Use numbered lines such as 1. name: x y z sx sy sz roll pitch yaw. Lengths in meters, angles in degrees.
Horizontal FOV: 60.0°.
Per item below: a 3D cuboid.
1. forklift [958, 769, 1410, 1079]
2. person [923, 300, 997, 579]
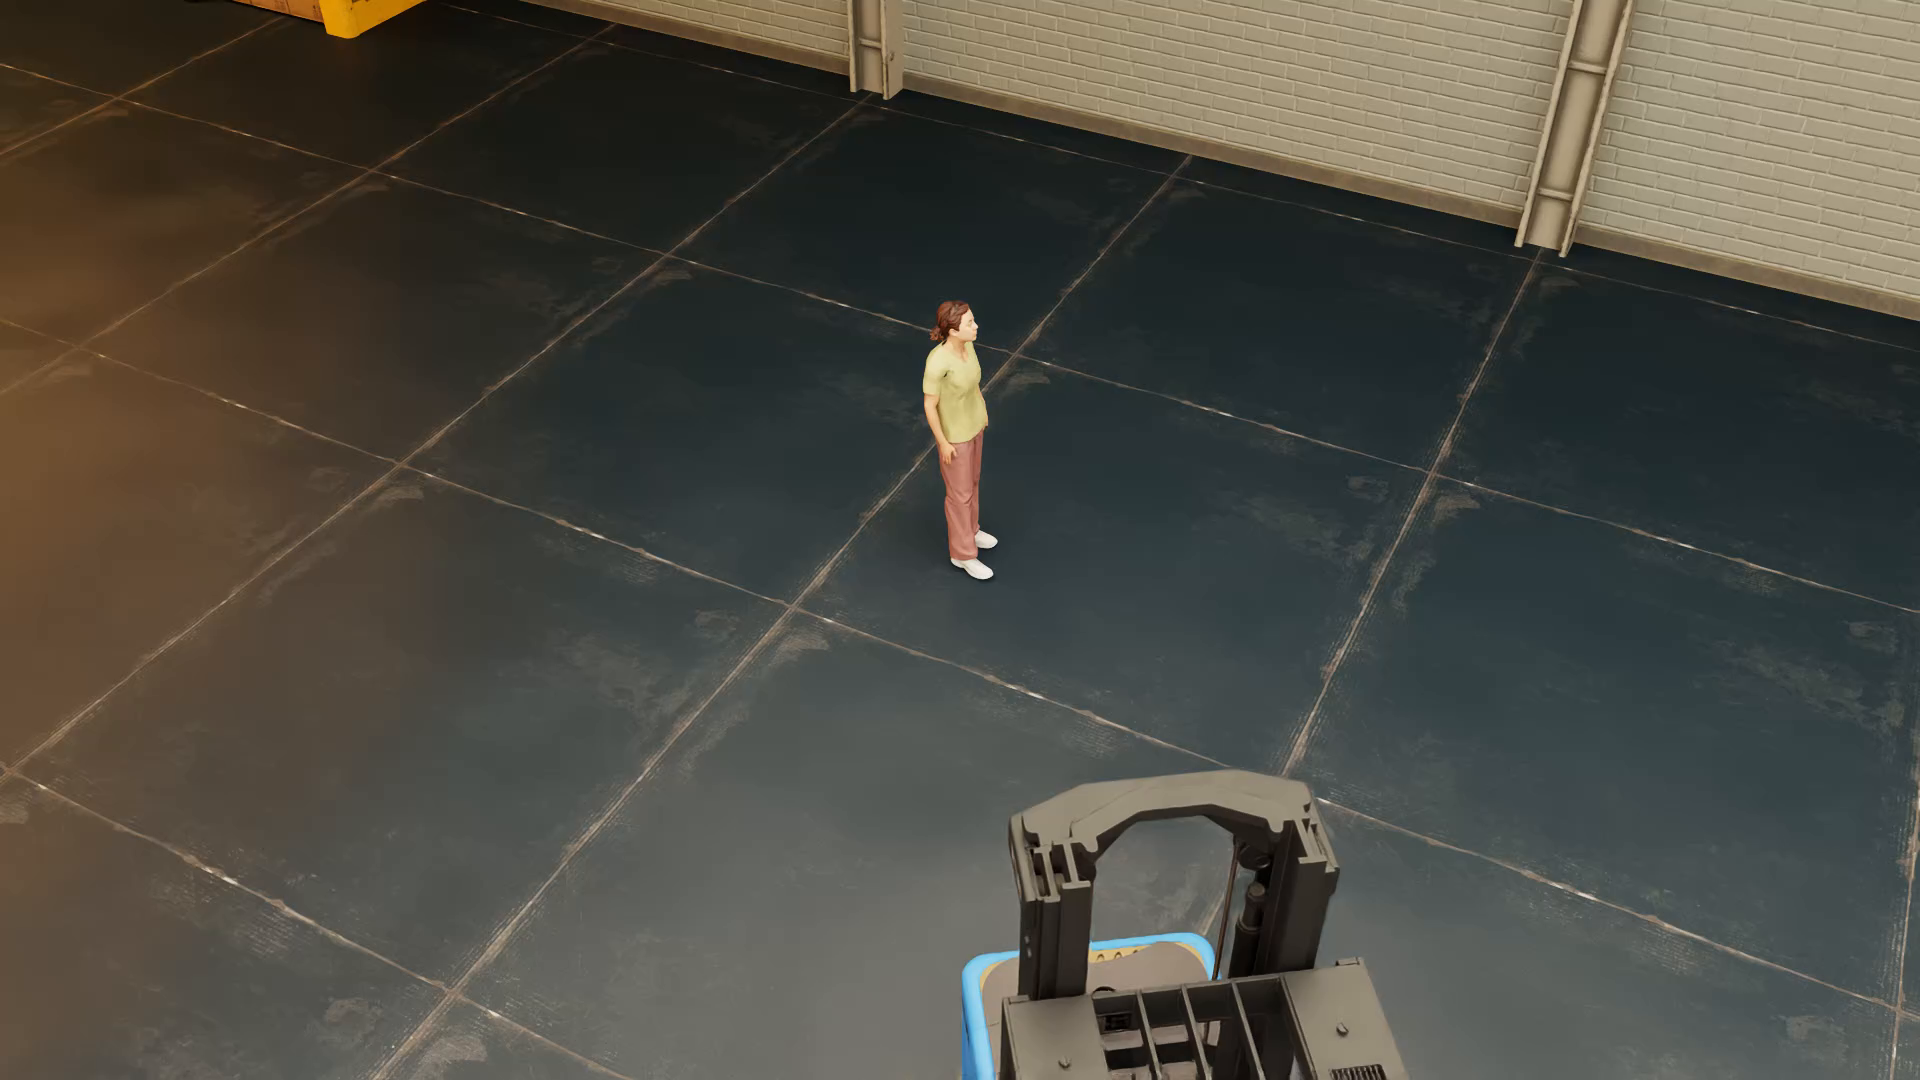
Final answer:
1. forklift: 0.698 2.261 5.302 1.130 2.935 3.031 -5 40 -6
2. person: 0.060 -0.618 9.683 0.548 1.673 0.553 18 43 21
